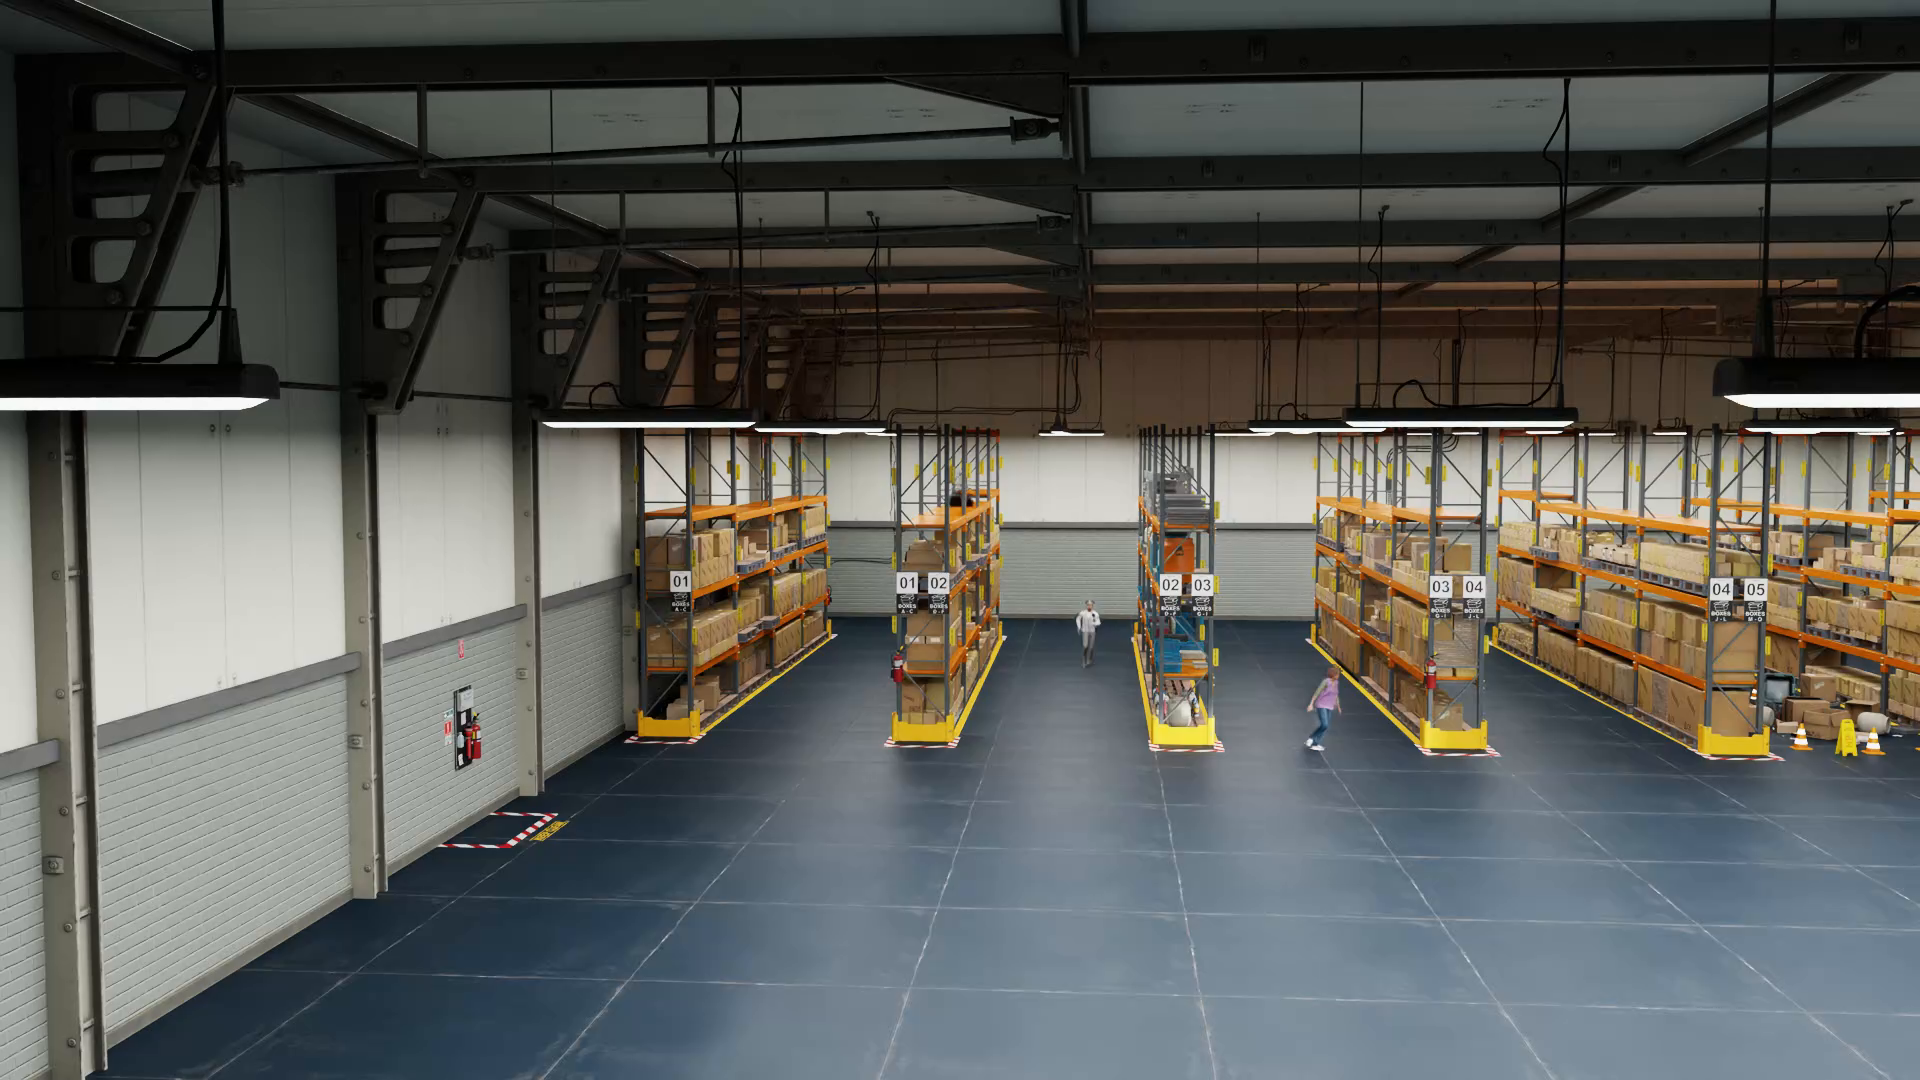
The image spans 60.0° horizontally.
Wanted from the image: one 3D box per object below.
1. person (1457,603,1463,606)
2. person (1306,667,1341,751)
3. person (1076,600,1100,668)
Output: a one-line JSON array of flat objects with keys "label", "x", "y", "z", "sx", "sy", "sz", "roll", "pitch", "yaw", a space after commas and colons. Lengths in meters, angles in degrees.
[{"label": "person", "x": 14.786, "y": 1.934, "z": 48.798, "sx": 0.529, "sy": 1.617, "sz": 0.746, "roll": 2, "pitch": 4, "yaw": 32}, {"label": "person", "x": 6.680, "y": 3.097, "z": 30.504, "sx": 0.567, "sy": 1.556, "sz": 0.524, "roll": -3, "pitch": 5, "yaw": -42}, {"label": "person", "x": 3.228, "y": 2.344, "z": 41.678, "sx": 0.565, "sy": 1.718, "sz": 0.693, "roll": 0, "pitch": 3, "yaw": -2}]
